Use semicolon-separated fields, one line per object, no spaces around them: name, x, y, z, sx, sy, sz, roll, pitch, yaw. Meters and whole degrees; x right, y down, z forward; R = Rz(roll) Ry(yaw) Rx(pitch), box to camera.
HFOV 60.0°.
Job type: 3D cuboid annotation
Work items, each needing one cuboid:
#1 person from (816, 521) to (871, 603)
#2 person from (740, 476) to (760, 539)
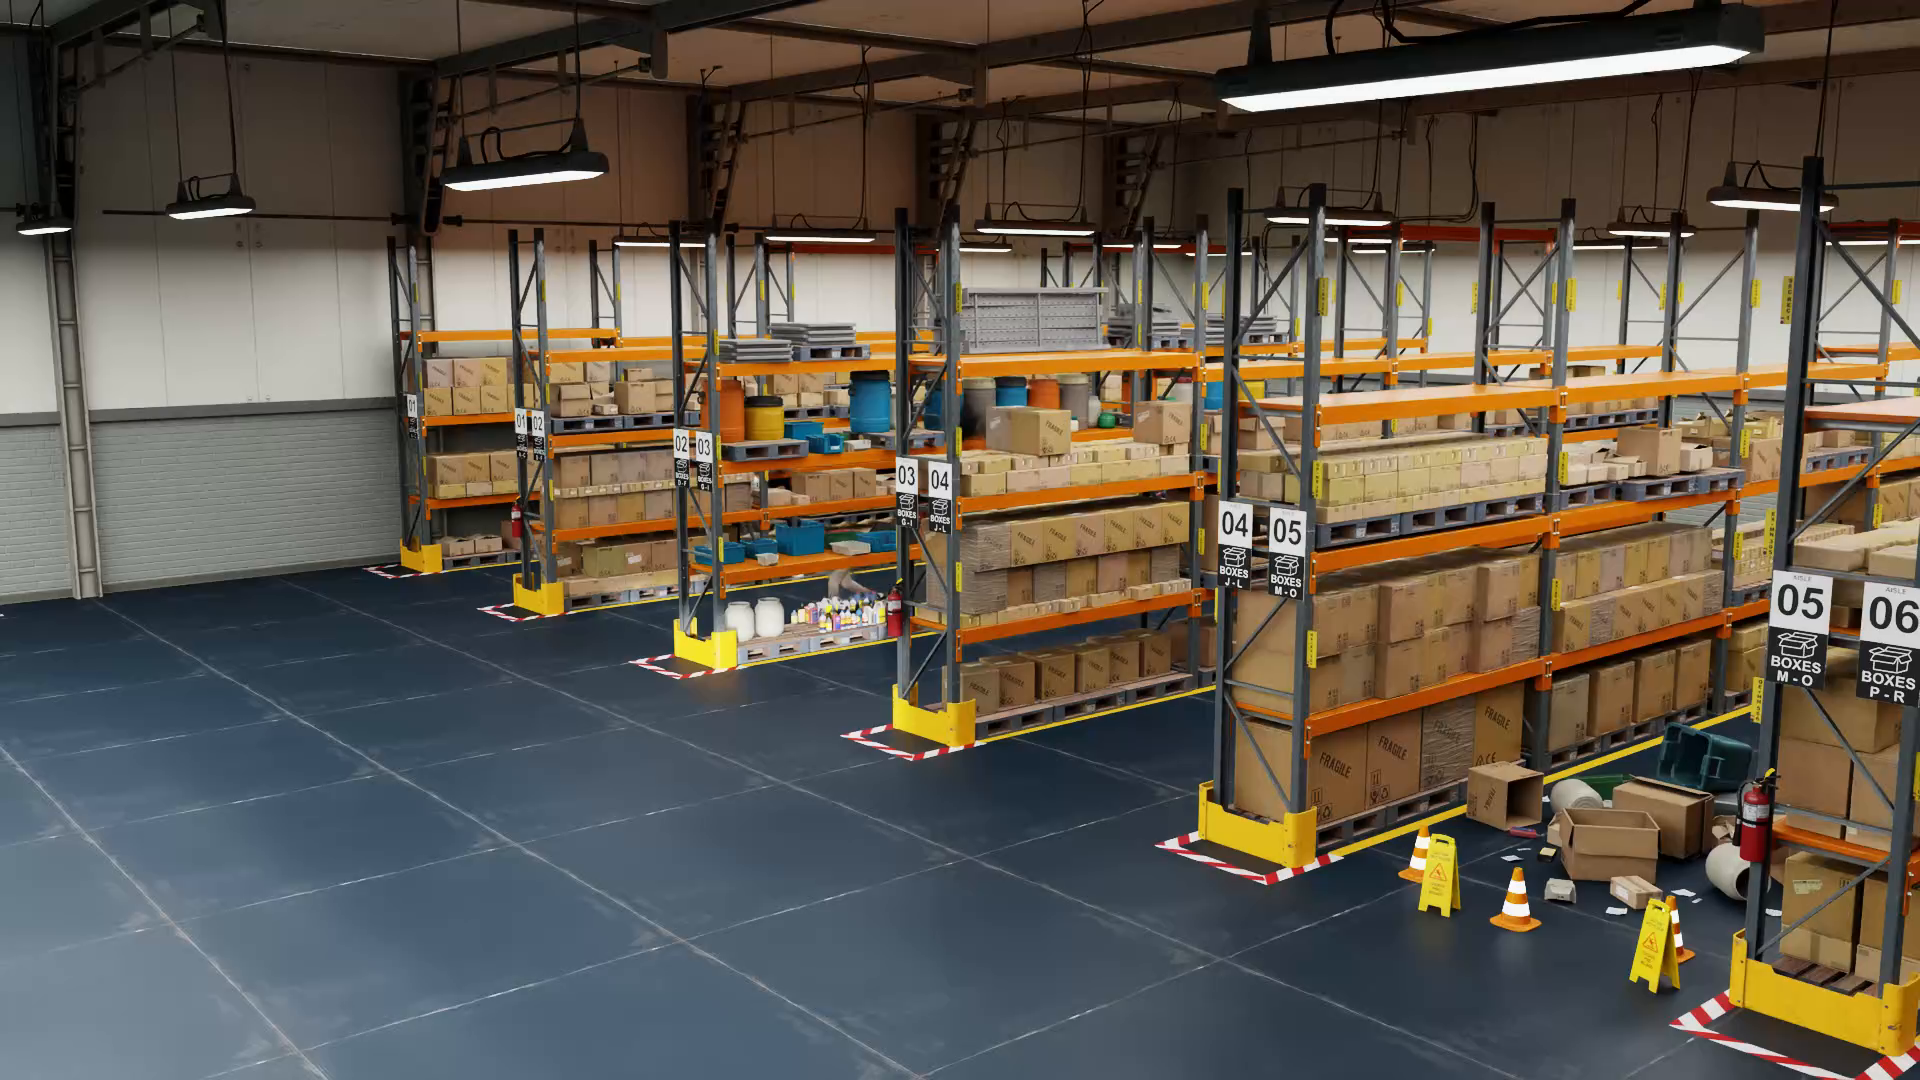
person;-1.879;0.422;26.262;1.133;1.522;0.650;-8;12;-41
person;-4.179;-0.706;32.874;0.721;1.730;0.587;-8;12;-44
